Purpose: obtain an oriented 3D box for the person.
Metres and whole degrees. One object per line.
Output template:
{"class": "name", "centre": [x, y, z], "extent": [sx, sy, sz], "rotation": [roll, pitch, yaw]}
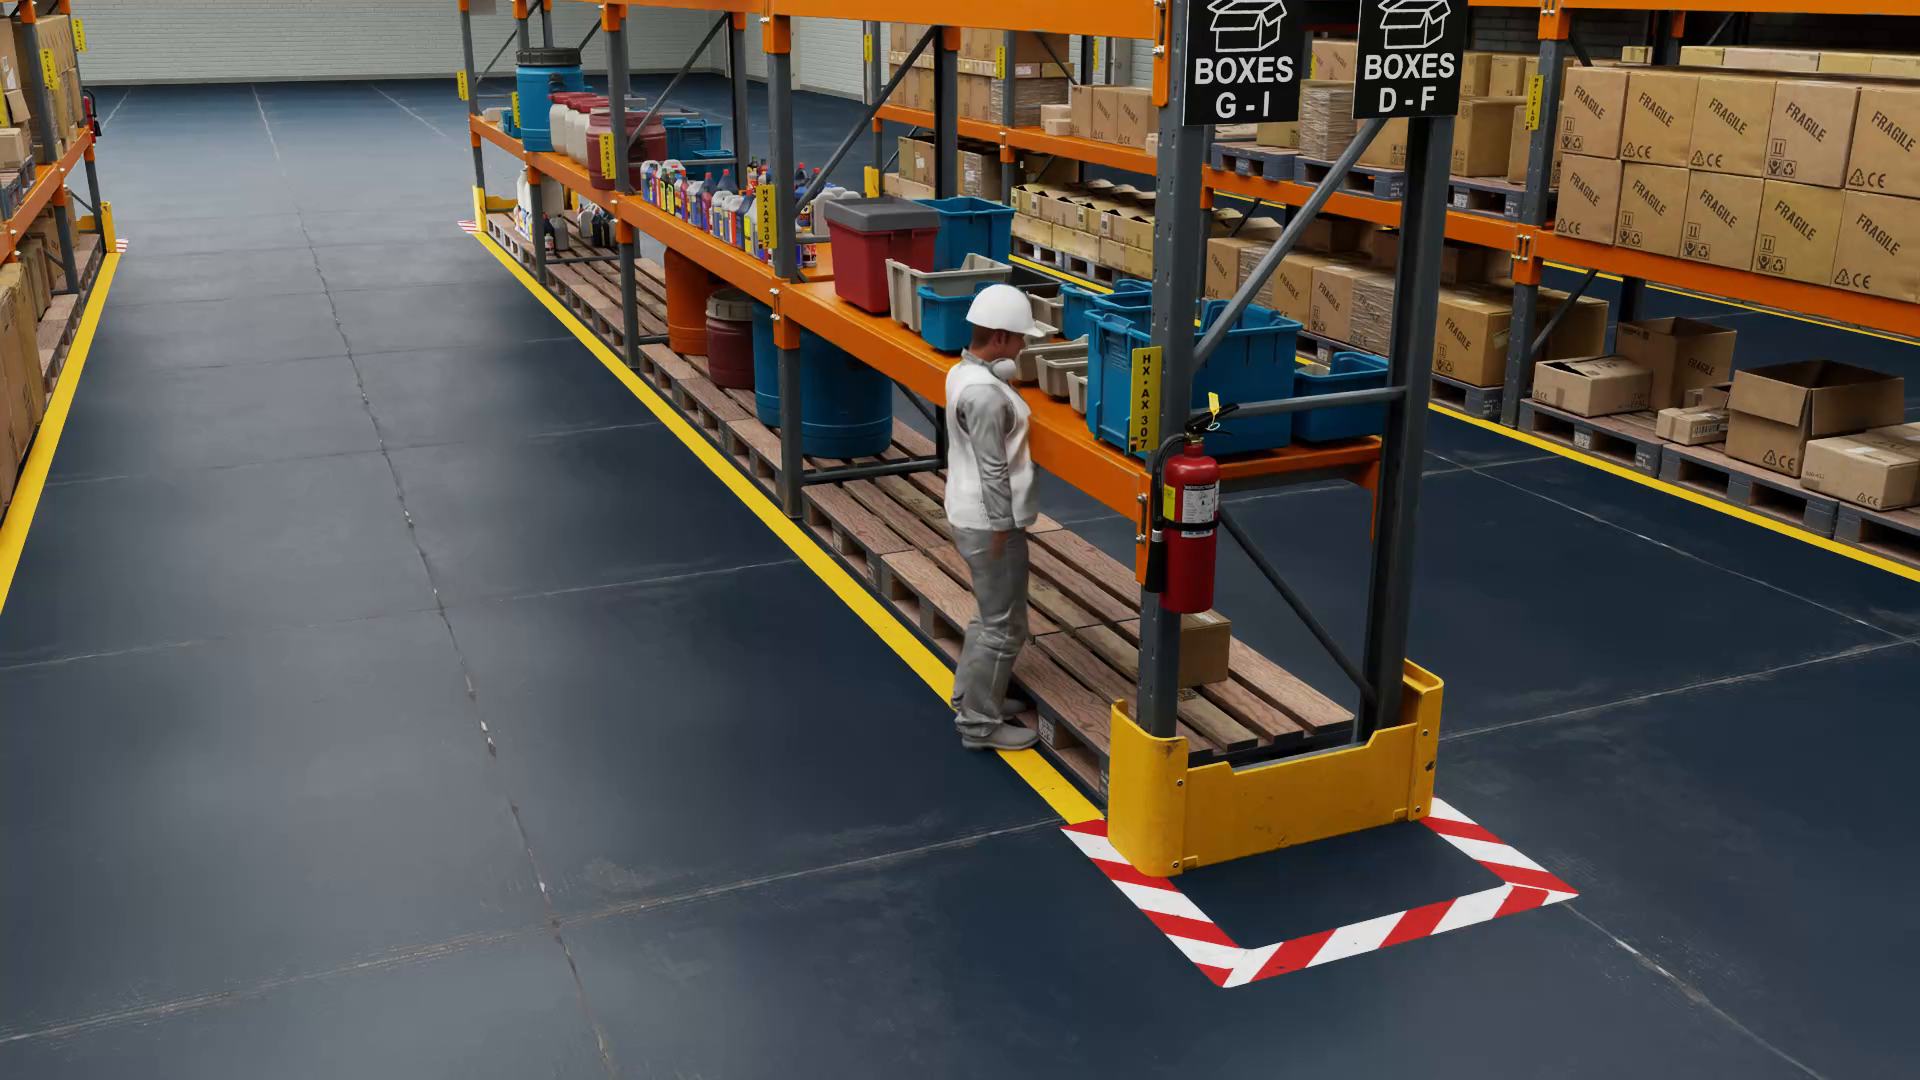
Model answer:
{"class": "person", "centre": [0.125, -0.088, 6.303], "extent": [0.364, 1.763, 0.535], "rotation": [-2, 19, -5]}
